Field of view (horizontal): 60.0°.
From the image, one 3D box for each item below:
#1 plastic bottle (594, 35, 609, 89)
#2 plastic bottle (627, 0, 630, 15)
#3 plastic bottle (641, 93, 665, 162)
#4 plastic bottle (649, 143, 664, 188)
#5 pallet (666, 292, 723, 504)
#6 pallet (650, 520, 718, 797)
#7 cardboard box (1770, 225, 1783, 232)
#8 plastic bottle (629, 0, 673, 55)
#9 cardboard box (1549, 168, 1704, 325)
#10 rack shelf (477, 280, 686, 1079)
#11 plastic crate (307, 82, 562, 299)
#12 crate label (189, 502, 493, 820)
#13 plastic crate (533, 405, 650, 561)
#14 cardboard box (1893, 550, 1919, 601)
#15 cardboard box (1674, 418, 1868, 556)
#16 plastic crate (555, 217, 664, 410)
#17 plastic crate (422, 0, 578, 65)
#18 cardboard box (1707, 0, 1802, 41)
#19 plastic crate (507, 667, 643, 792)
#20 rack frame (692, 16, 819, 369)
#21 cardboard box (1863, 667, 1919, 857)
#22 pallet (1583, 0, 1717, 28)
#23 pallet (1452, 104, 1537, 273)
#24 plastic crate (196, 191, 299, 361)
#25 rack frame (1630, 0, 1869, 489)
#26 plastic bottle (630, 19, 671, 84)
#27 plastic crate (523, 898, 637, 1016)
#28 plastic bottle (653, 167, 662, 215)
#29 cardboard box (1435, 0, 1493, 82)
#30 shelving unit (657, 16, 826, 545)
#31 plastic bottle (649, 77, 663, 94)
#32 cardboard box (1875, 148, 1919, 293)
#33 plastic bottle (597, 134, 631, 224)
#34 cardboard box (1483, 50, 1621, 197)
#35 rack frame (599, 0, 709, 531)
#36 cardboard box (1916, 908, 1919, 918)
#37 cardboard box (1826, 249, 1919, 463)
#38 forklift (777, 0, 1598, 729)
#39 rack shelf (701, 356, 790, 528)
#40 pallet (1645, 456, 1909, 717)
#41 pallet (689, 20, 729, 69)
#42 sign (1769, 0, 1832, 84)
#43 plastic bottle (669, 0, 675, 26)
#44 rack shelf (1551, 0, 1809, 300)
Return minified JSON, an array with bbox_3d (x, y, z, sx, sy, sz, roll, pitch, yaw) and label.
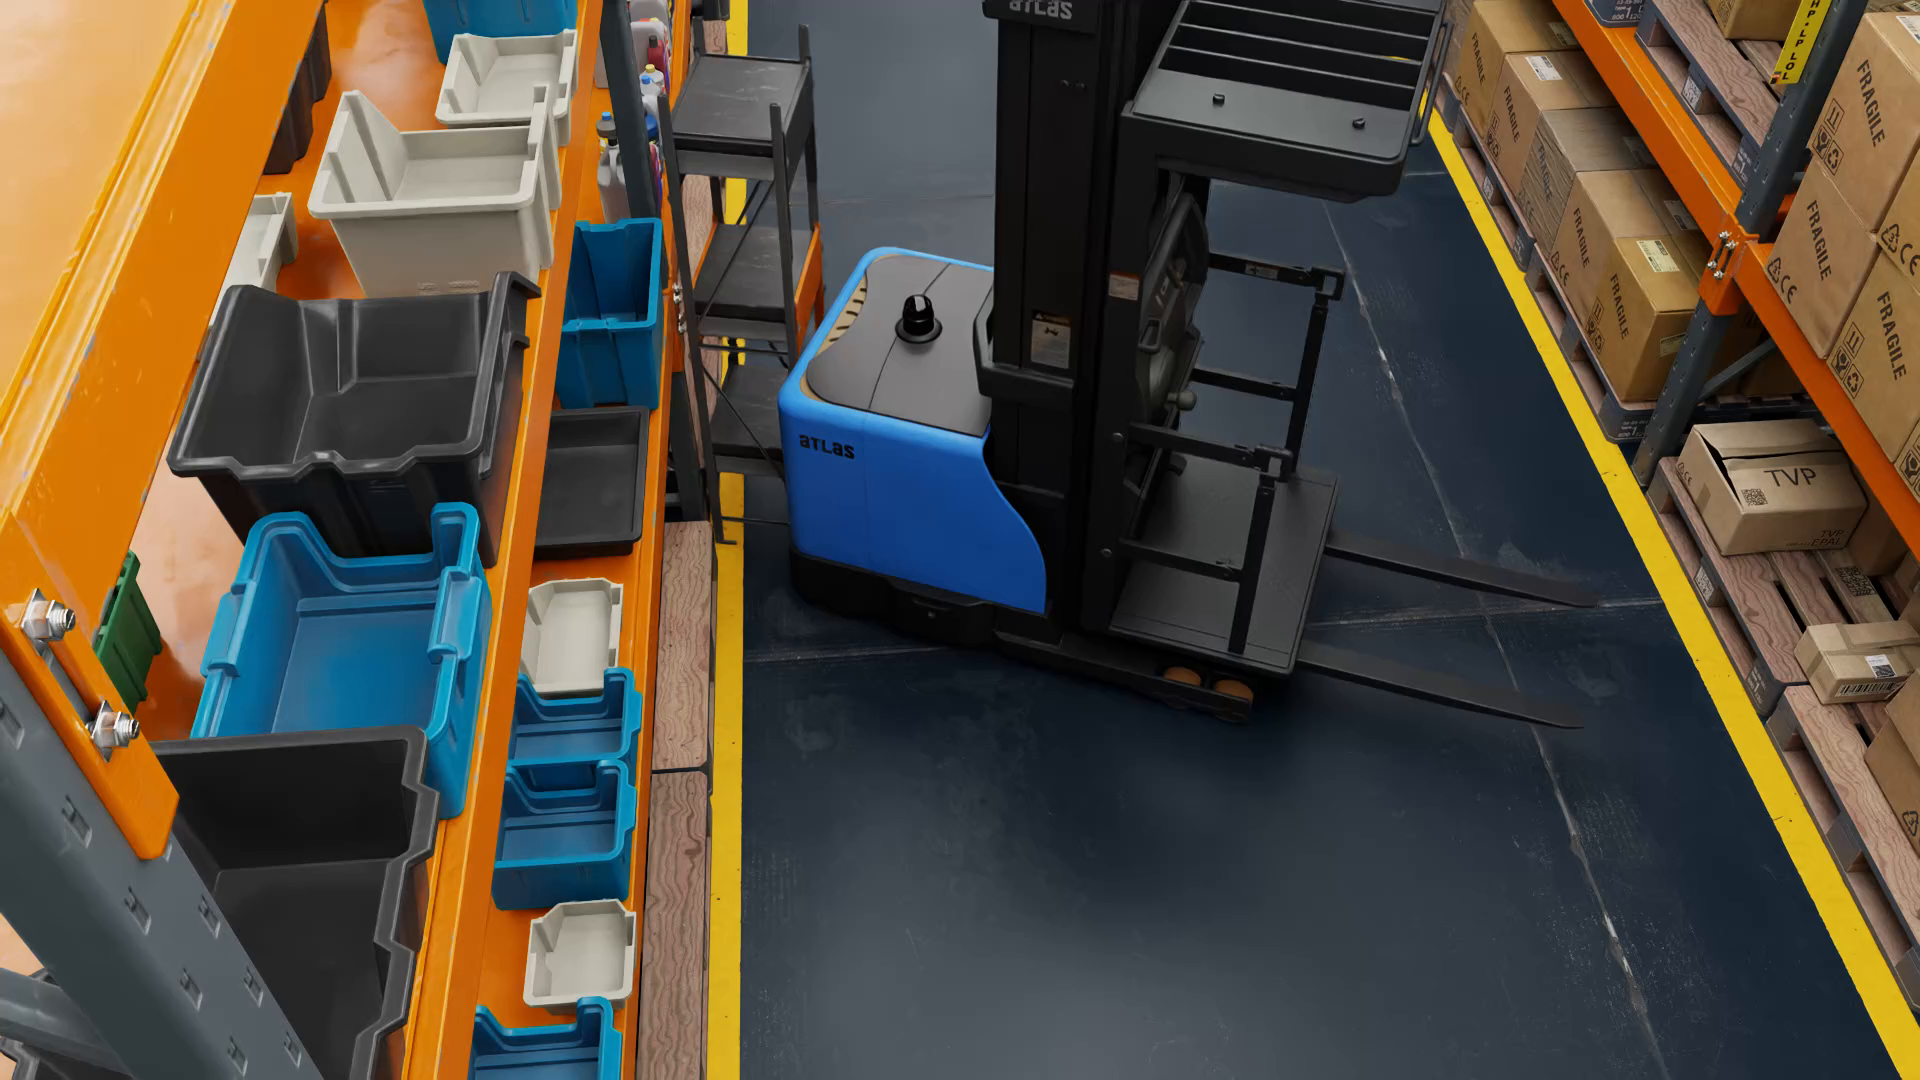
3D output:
[{"bbox_3d":[-1.430,-2.004,6.804,0.152,0.276,0.135,-3,47,-3],"label":"plastic bottle"},{"bbox_3d":[-1.440,-2.397,7.180,0.097,0.271,0.097,0,47,0],"label":"plastic bottle"},{"bbox_3d":[-1.231,-1.608,6.429,0.152,0.276,0.135,-3,47,-3],"label":"plastic bottle"},{"bbox_3d":[-1.186,-1.430,6.312,0.097,0.201,0.097,0,47,0],"label":"plastic bottle"},{"bbox_3d":[-1.565,-0.630,7.338,1.003,0.211,1.213,-3,47,-3],"label":"pallet"},{"bbox_3d":[-1.441,0.460,6.305,1.003,0.211,1.213,-3,47,-3],"label":"pallet"},{"bbox_3d":[3.541,-1.368,7.535,0.500,0.500,0.500,-3,47,-3],"label":"cardboard box"},{"bbox_3d":[-1.298,-2.181,6.972,0.152,0.276,0.135,-3,47,-3],"label":"plastic bottle"},{"bbox_3d":[3.035,-1.316,7.486,0.500,0.500,0.500,-3,47,-3],"label":"cardboard box"},{"bbox_3d":[-1.374,0.666,4.685,1.077,0.370,4.000,-3,47,-3],"label":"rack shelf"},{"bbox_3d":[-1.085,-0.747,3.544,0.437,0.282,0.530,-3,47,-3],"label":"plastic crate"},{"bbox_3d":[-0.962,0.198,2.669,0.408,0.251,0.502,-3,47,-3],"label":"crate label"},{"bbox_3d":[-1.180,-0.161,5.121,0.437,0.125,0.590,-3,47,-3],"label":"plastic crate"},{"bbox_3d":[3.816,0.165,6.325,0.380,0.149,0.250,-3,47,-3],"label":"cardboard box"},{"bbox_3d":[3.214,-0.236,6.593,0.500,0.311,0.500,-3,47,-3],"label":"cardboard box"},{"bbox_3d":[-1.163,-0.726,5.478,0.392,0.384,0.575,-3,47,-3],"label":"plastic crate"},{"bbox_3d":[-1.147,-1.363,4.161,0.416,0.233,0.300,-3,47,-3],"label":"plastic crate"},{"bbox_3d":[3.457,-2.355,6.693,0.700,0.500,0.500,3,47,3],"label":"cardboard box"},{"bbox_3d":[-1.035,0.534,4.388,0.416,0.233,0.300,-3,47,-3],"label":"plastic crate"},{"bbox_3d":[-0.731,-1.043,6.410,0.400,2.100,0.015,6,47,4],"label":"rack frame"},{"bbox_3d":[3.557,0.740,5.536,0.797,0.503,0.637,-3,47,-3],"label":"cardboard box"},{"bbox_3d":[3.227,-2.748,7.555,1.003,0.211,1.213,-3,47,-3],"label":"pallet"},{"bbox_3d":[3.184,-1.839,8.482,1.003,0.211,1.213,-3,47,-3],"label":"pallet"},{"bbox_3d":[-1.627,-0.555,3.462,0.437,0.136,0.530,-3,47,-3],"label":"plastic crate"},{"bbox_3d":[3.395,-1.327,6.077,1.000,3.000,0.127,-3,47,-3],"label":"rack frame"},{"bbox_3d":[-1.278,-2.013,6.813,0.152,0.276,0.135,-3,47,-3],"label":"plastic bottle"},{"bbox_3d":[-0.901,1.009,4.005,0.250,0.136,0.298,-3,47,-3],"label":"plastic crate"},{"bbox_3d":[-1.147,-1.279,6.113,0.061,0.283,0.133,-3,47,-3],"label":"plastic bottle"},{"bbox_3d":[2.863,-2.787,8.879,0.500,0.500,0.500,-5,47,-5],"label":"cardboard box"},{"bbox_3d":[-0.760,-0.867,6.245,0.431,2.100,0.503,6,47,4],"label":"shelving unit"},{"bbox_3d":[-1.222,-1.739,6.604,0.097,0.201,0.097,0,47,0],"label":"plastic bottle"},{"bbox_3d":[3.197,-0.973,4.985,0.500,0.500,0.500,-5,47,-5],"label":"cardboard box"},{"bbox_3d":[-1.252,-1.315,6.100,0.144,0.351,0.185,-3,47,-3],"label":"plastic bottle"},{"bbox_3d":[2.948,-2.047,8.178,0.500,0.500,0.500,-5,47,-5],"label":"cardboard box"},{"bbox_3d":[-1.542,-1.028,5.794,1.000,3.000,0.127,-3,47,-3],"label":"rack frame"},{"bbox_3d":[3.389,1.294,5.186,0.500,0.250,0.500,-3,47,-3],"label":"cardboard box"},{"bbox_3d":[3.212,-0.605,5.325,0.500,0.500,0.500,-3,47,-3],"label":"cardboard box"},{"bbox_3d":[0.905,-0.763,5.591,3.031,2.935,1.130,14,48,13],"label":"forklift"},{"bbox_3d":[-0.773,-0.379,6.766,0.431,0.518,0.480,6,47,4],"label":"rack shelf"},{"bbox_3d":[3.451,0.129,6.619,1.003,0.211,1.213,-3,47,-3],"label":"pallet"},{"bbox_3d":[-1.769,-2.395,9.010,1.003,0.211,1.213,-3,47,-3],"label":"pallet"},{"bbox_3d":[2.842,-1.688,5.622,0.100,0.325,0.005,-3,47,-3],"label":"sign"},{"bbox_3d":[-1.288,-2.336,7.121,0.097,0.271,0.097,0,47,0],"label":"plastic bottle"},{"bbox_3d":[3.227,-2.526,7.709,1.077,0.370,4.000,-3,47,-3],"label":"rack shelf"}]
